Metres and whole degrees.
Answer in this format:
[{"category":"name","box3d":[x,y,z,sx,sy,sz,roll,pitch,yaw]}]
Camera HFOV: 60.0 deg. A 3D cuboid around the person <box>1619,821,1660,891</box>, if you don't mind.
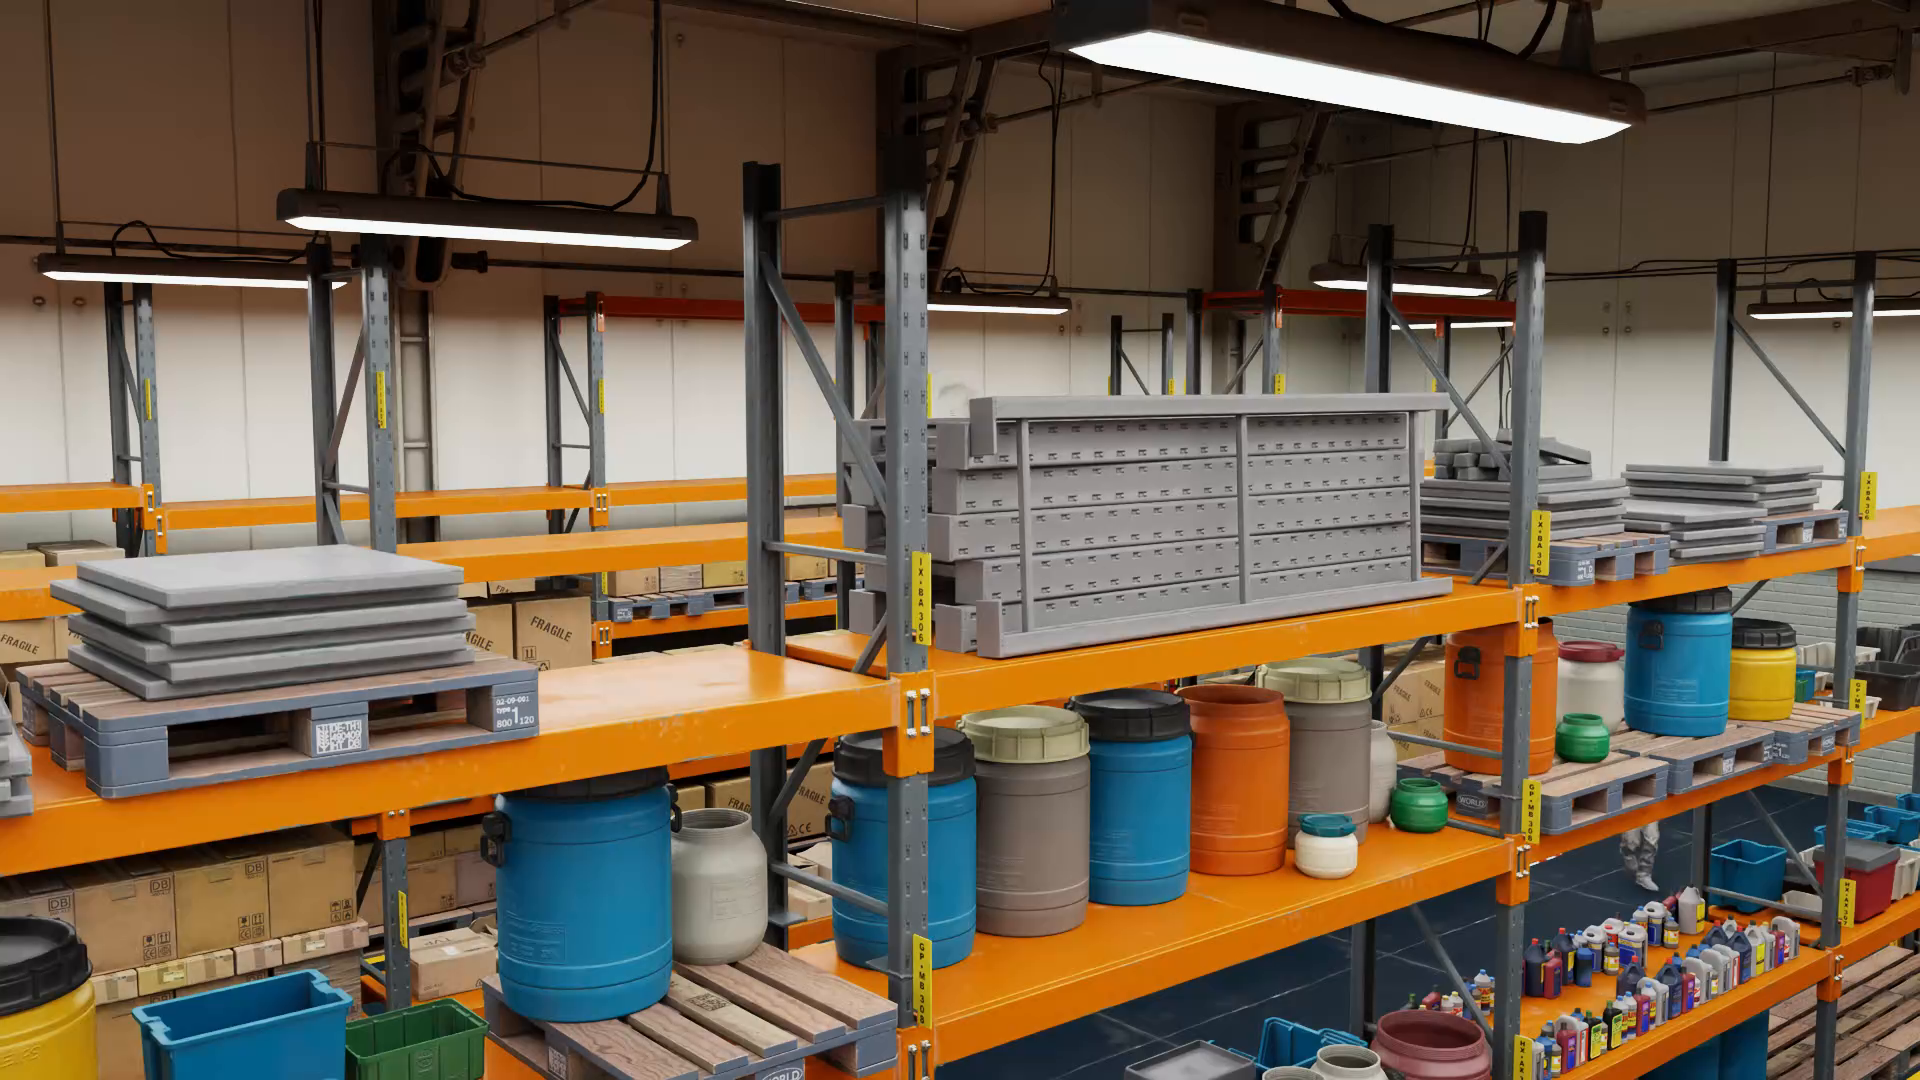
[{"category":"person","box3d":[6.828,2.686,16.952,0.779,1.720,0.559,1,6,6]}]
